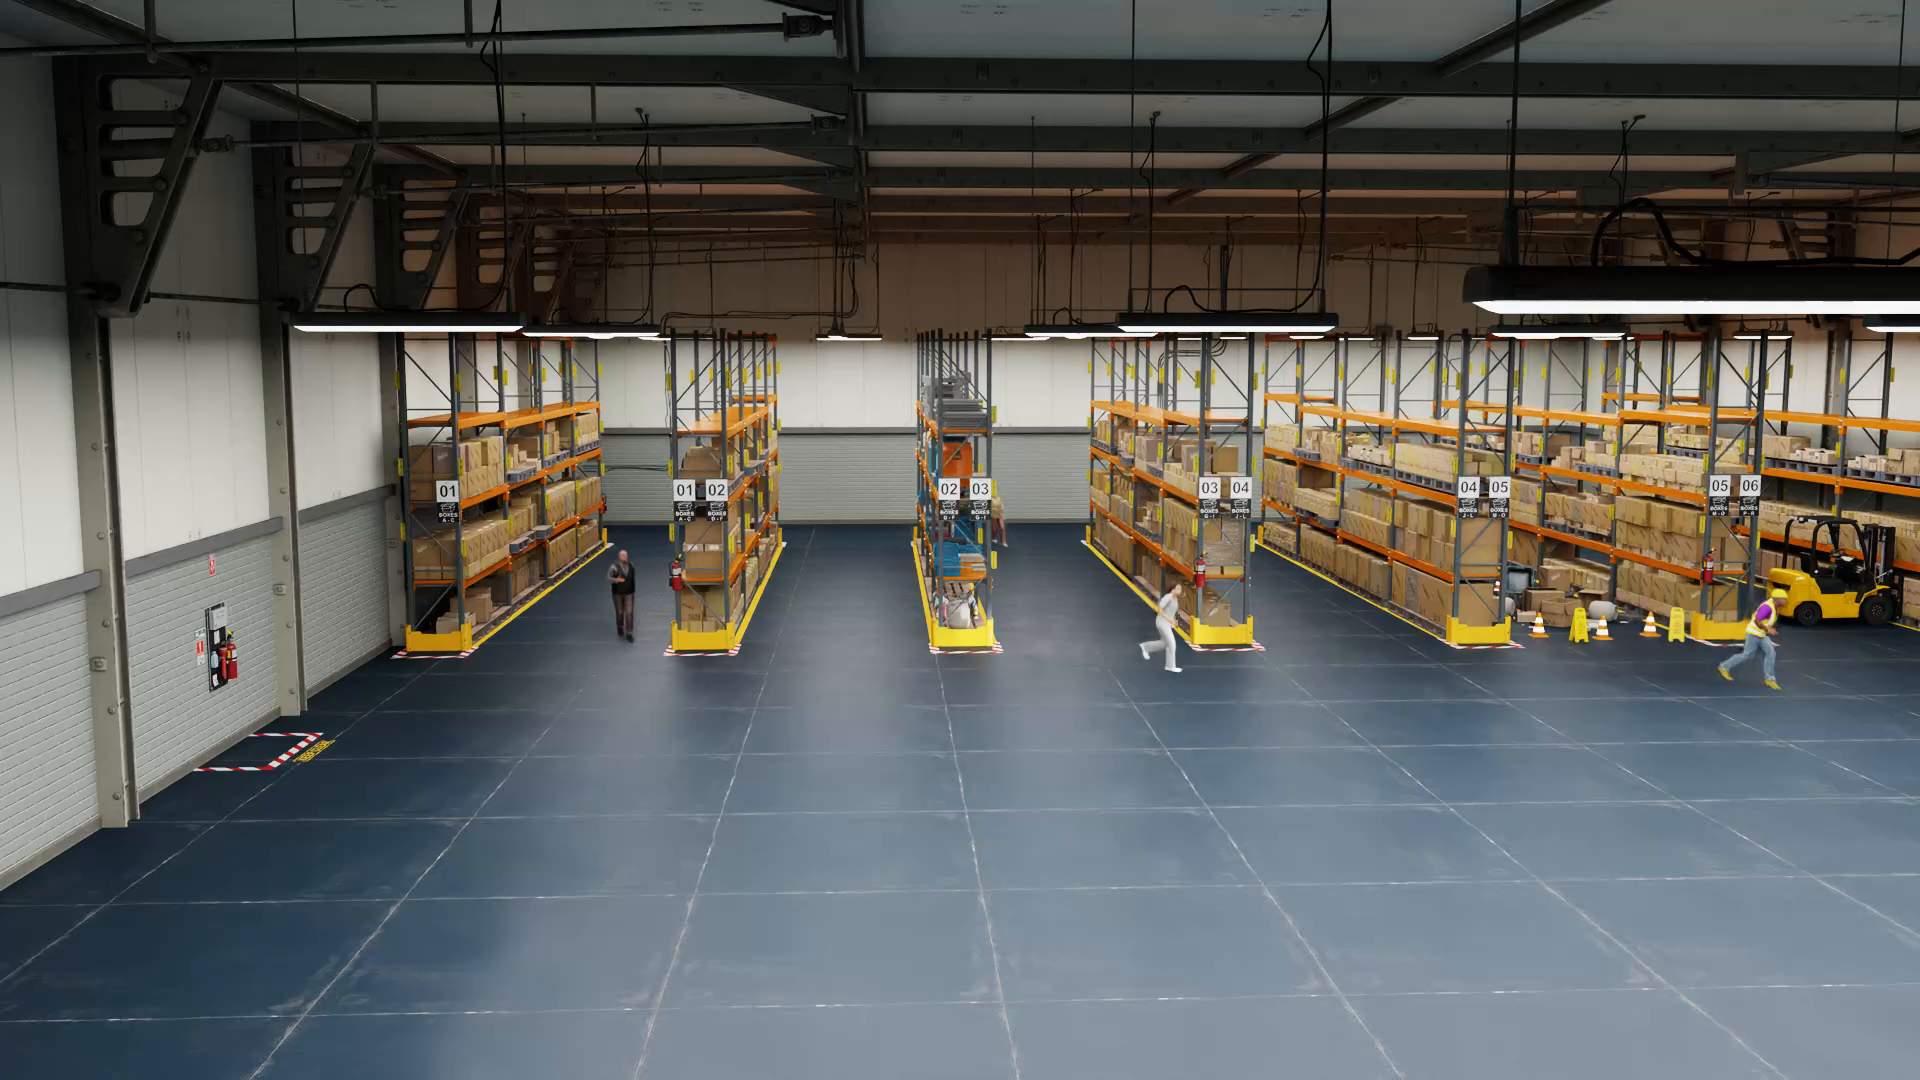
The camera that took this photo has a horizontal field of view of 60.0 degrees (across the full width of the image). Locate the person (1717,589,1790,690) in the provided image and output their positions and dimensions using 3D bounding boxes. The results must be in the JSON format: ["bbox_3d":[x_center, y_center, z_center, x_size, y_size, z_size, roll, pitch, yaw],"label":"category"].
[{"bbox_3d":[13.284,1.633,27.841,1.057,1.714,0.743,5,8,36],"label":"person"}]

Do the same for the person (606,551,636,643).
[{"bbox_3d":[-6.549,1.077,32.218,0.635,1.762,0.871,-3,7,-23],"label":"person"}]

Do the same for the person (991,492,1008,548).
[{"bbox_3d":[0.989,-0.643,47.150,0.602,1.649,0.930,-3,7,-25],"label":"person"}]

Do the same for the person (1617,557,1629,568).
[{"bbox_3d":[16.008,0.191,39.821,0.672,1.784,0.815,-1,7,-9],"label":"person"}]

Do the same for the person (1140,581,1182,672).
[{"bbox_3d":[3.518,1.500,29.225,0.786,1.615,0.538,5,8,34],"label":"person"}]
